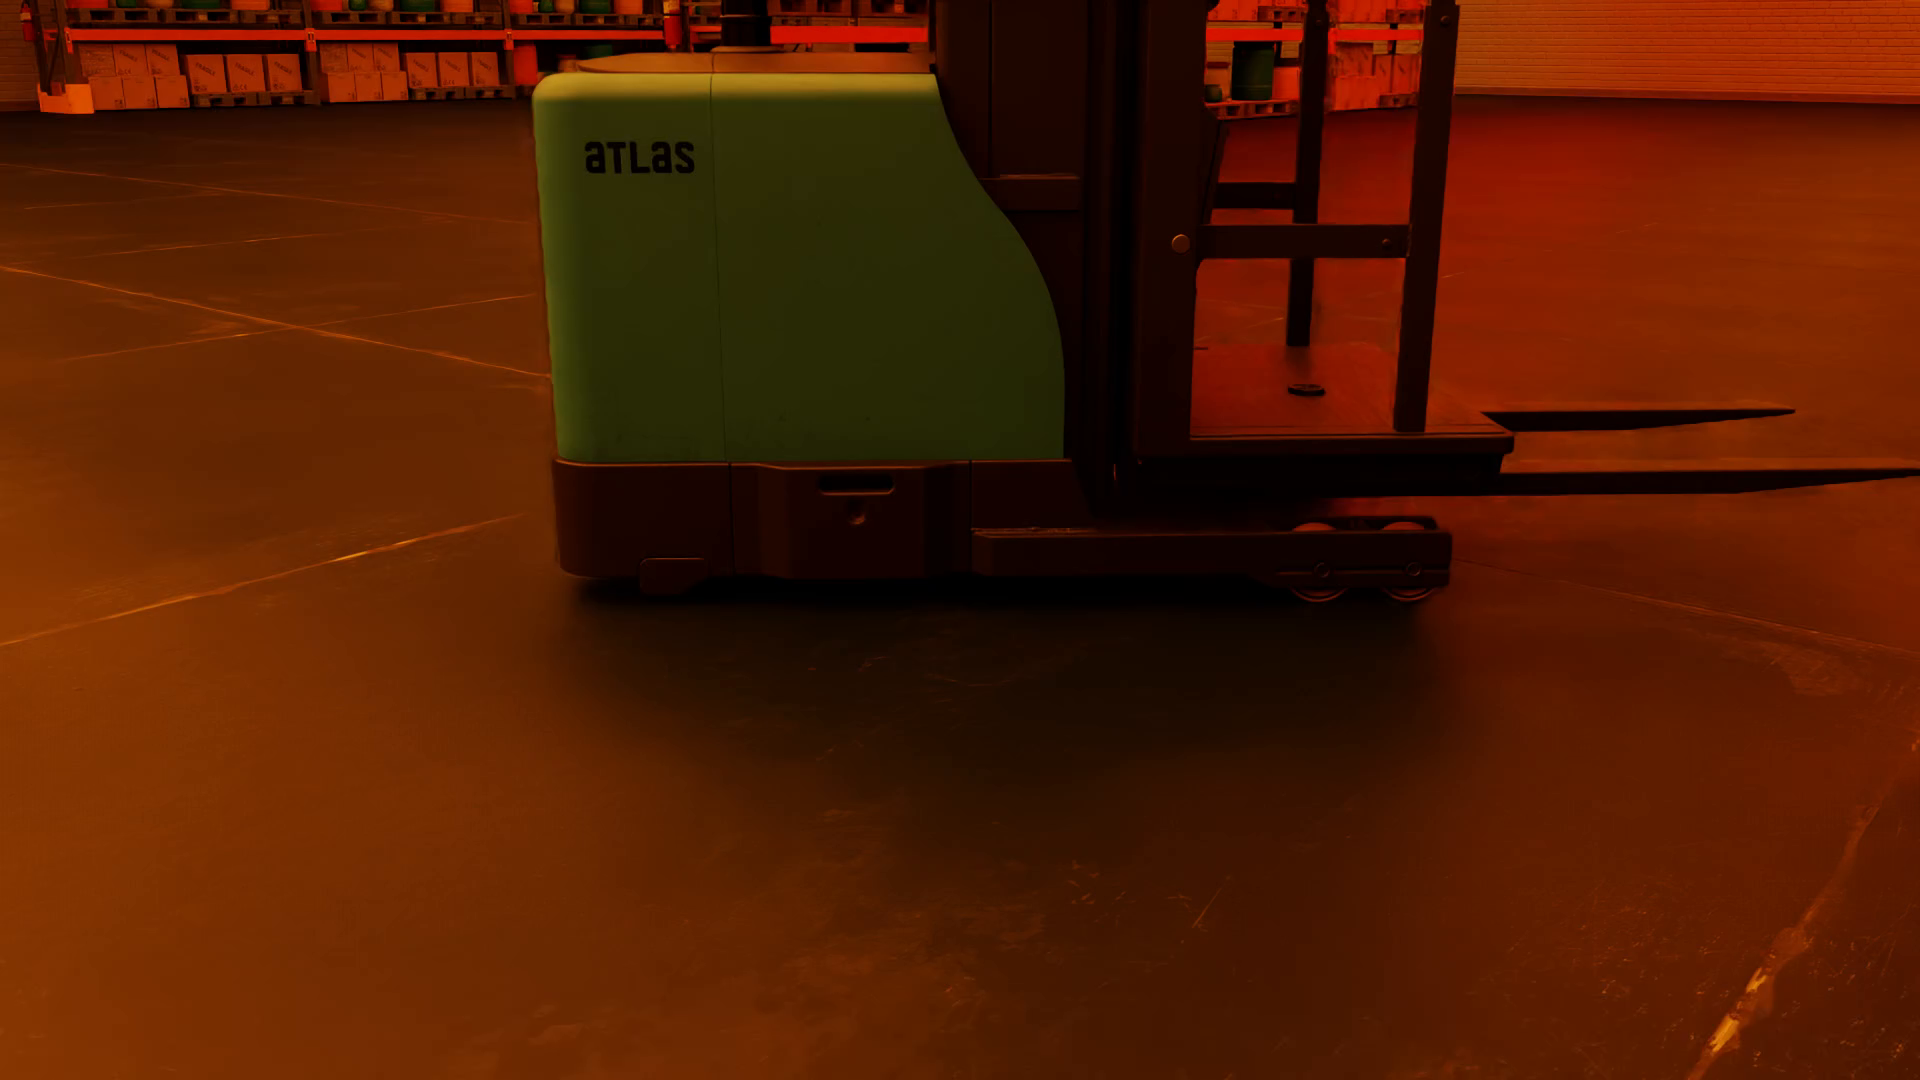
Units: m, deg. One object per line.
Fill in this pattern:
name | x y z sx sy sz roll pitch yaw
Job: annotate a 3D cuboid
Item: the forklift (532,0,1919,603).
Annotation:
forklift | 0.646 -1.425 3.589 3.031 2.935 1.130 -1 17 -2
